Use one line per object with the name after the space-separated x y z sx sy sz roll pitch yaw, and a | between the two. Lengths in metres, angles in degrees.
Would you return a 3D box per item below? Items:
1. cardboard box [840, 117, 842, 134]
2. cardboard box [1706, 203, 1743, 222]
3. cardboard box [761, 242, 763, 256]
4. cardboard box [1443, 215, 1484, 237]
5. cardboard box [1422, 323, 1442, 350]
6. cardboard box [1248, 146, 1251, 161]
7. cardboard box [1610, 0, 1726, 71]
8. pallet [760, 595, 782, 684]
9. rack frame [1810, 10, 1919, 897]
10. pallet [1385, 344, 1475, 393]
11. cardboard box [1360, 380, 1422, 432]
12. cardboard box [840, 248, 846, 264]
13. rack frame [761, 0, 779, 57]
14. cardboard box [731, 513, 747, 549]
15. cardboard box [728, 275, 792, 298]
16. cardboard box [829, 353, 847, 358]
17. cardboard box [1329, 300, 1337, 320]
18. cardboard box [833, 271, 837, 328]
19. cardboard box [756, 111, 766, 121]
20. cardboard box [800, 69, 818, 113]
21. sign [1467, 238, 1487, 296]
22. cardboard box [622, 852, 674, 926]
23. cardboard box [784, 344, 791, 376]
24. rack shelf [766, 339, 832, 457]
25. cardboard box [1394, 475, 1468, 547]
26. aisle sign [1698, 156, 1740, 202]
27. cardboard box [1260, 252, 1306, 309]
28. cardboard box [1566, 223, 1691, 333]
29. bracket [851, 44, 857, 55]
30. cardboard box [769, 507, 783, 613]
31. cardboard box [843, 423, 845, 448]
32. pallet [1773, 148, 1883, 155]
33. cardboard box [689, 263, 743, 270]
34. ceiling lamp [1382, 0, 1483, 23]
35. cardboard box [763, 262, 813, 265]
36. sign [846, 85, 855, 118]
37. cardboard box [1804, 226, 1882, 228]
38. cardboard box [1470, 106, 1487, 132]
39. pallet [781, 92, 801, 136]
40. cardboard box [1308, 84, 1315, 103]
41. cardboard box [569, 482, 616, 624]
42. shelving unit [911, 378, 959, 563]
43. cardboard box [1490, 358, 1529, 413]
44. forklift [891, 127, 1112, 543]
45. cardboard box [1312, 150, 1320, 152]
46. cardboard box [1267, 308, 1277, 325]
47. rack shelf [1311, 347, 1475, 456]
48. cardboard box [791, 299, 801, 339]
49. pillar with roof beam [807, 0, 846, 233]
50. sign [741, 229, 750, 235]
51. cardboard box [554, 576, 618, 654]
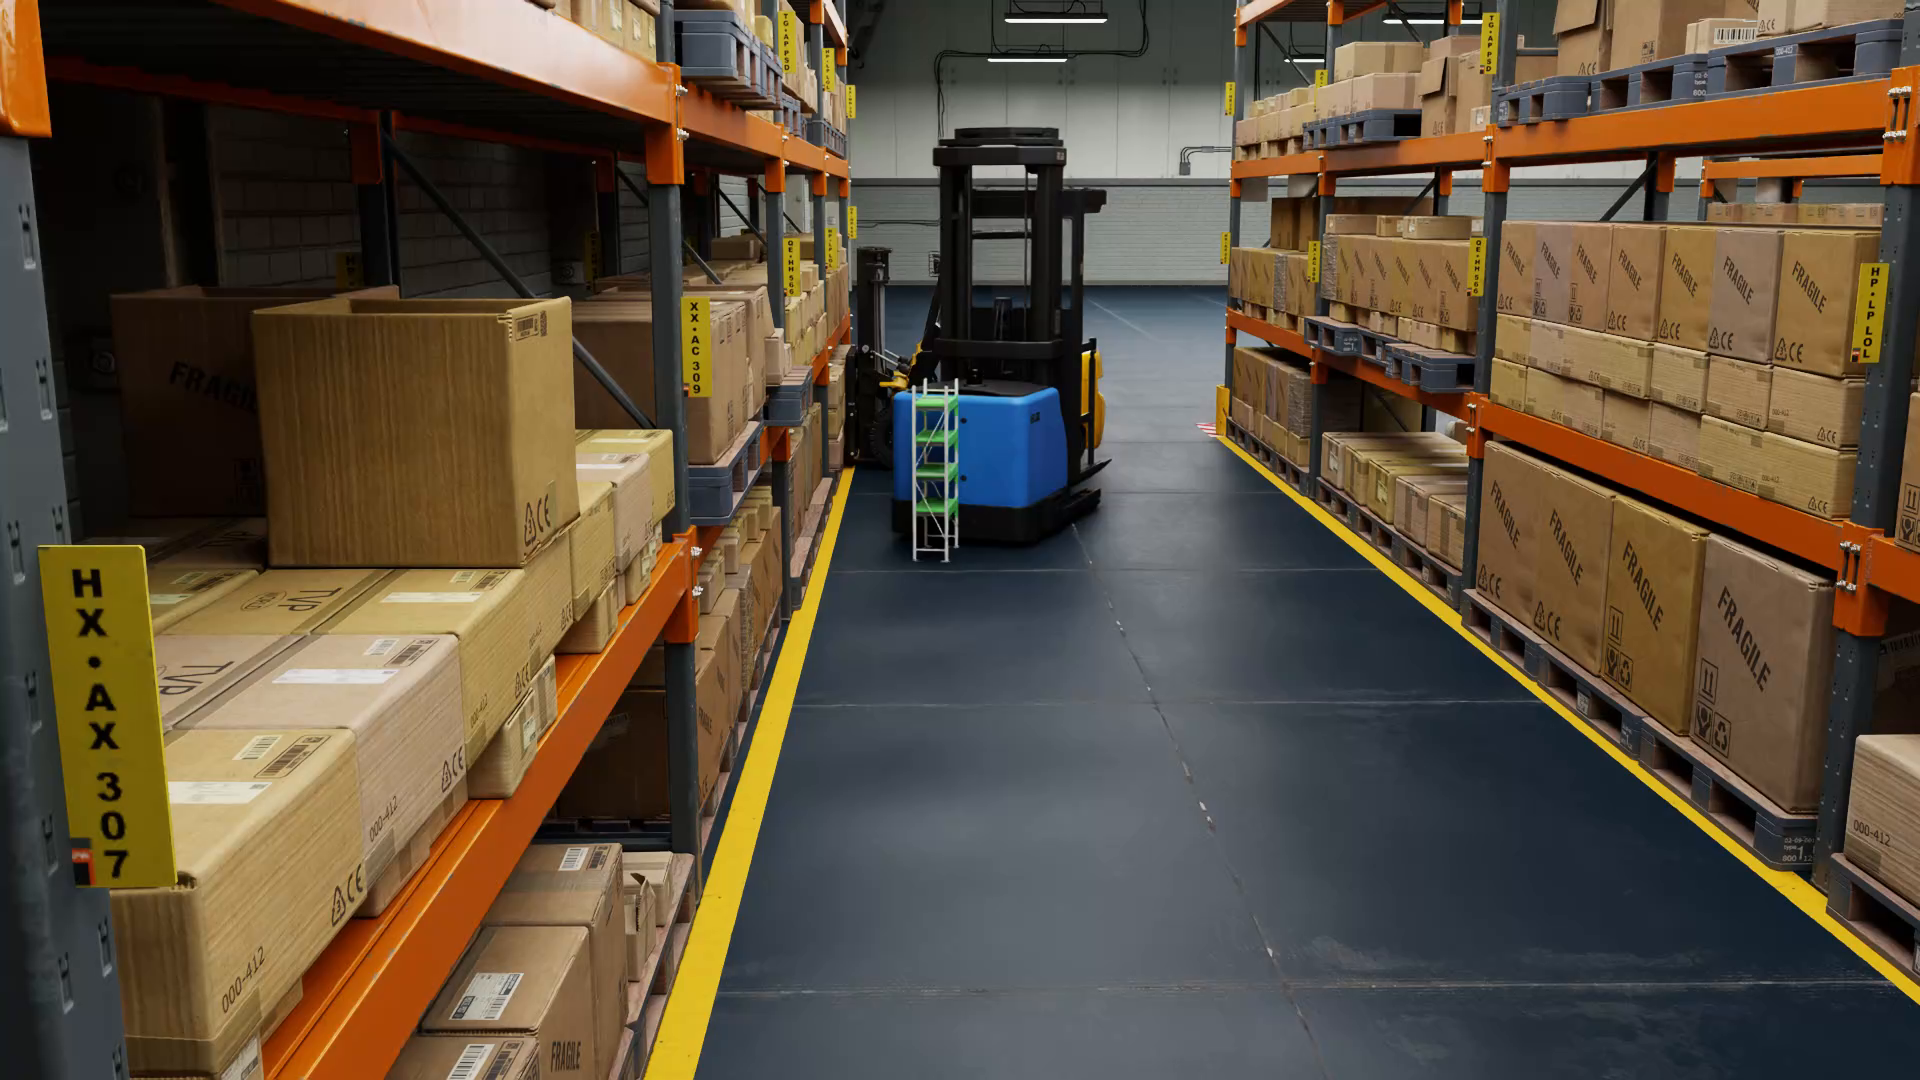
-1.336 -4.028 16.147 0.380 0.149 0.250 -1 11 -3 | cardboard box
8.221 -3.180 17.094 0.875 0.550 0.550 0 11 -1 | cardboard box
-1.866 -2.472 14.067 0.380 0.149 0.250 0 11 -2 | cardboard box
3.680 -2.252 11.926 0.380 0.149 0.250 -1 11 -4 | cardboard box
3.101 -1.270 10.350 0.380 0.149 0.250 0 11 -2 | cardboard box
3.083 -3.838 16.521 0.380 0.149 0.250 -1 11 -3 | cardboard box
3.681 -2.549 8.227 0.700 0.500 0.500 -1 11 -4 | cardboard box
-1.514 0.516 8.984 1.003 0.211 1.213 0 11 -1 | pallet
3.553 -0.225 5.624 1.000 3.000 0.127 0 11 -1 | rack frame
3.350 -1.067 10.258 1.213 0.211 1.003 0 11 -1 | pallet
3.646 -1.159 14.203 0.500 0.500 0.500 0 11 2 | cardboard box
-1.335 -2.838 16.619 0.380 0.149 0.250 0 11 0 | cardboard box
-1.492 -3.939 8.842 1.000 3.000 0.127 0 11 -1 | rack frame
-1.270 -0.041 8.317 0.380 0.149 0.250 0 11 1 | cardboard box
-1.260 -1.586 10.451 0.380 0.149 0.250 0 11 -1 | cardboard box
-1.299 -1.646 15.970 0.500 0.250 0.500 0 11 0 | cardboard box
3.084 -1.787 12.898 0.380 0.149 0.250 0 11 0 | cardboard box
-1.362 -2.136 14.794 0.500 0.500 0.500 0 11 -2 | cardboard box
-1.227 -2.195 8.165 0.500 0.250 0.500 0 11 -1 | cardboard box
-1.316 -3.332 12.313 0.500 0.311 0.500 -1 11 -3 | cardboard box
2.928 -1.545 9.415 0.100 0.325 0.005 0 11 -1 | sign
-1.104 1.097 5.221 0.380 0.149 0.250 -1 11 -3 | cardboard box
-1.095 -0.953 8.786 0.380 0.149 0.250 0 11 0 | cardboard box
-1.533 -1.044 11.470 1.077 0.370 4.000 0 11 -1 | rack shelf
3.446 -0.197 11.039 0.950 0.372 0.625 0 11 -2 | cardboard box
7.951 -3.938 17.386 0.394 0.787 0.004 0 11 -1 | aisle sign
3.082 -2.405 15.368 0.500 0.500 0.500 0 11 -2 | cardboard box
3.252 -1.259 7.952 0.500 0.500 0.500 0 11 0 | cardboard box
-2.747 -12.522 42.093 0.076 0.066 4.783 0 11 -1 | bracket
-1.268 0.103 9.236 0.500 0.500 0.500 0 11 0 | cardboard box
-1.306 -0.953 15.071 0.500 0.250 0.500 0 11 0 | cardboard box
8.306 -3.687 15.366 1.003 0.211 1.213 0 11 -1 | pallet
-1.824 -1.987 12.426 0.380 0.149 0.250 0 11 -1 | cardboard box
9.241 -11.682 32.328 2.000 3.185 0.800 0 11 -1 | ceiling lamp
-1.322 -2.043 12.701 0.380 0.149 0.250 0 11 -2 | cardboard box
-1.114 -4.454 16.896 0.100 0.325 0.005 0 11 -1 | sign
3.786 -1.053 6.941 0.500 0.500 0.500 -1 11 -3 | cardboard box
3.241 -2.478 9.818 0.380 0.149 0.250 0 11 -1 | cardboard box
-1.595 -2.511 9.822 1.213 0.211 1.003 0 11 1 | pallet
3.081 -3.666 13.669 0.380 0.149 0.250 -1 11 -3 | cardboard box
-1.132 0.023 4.031 0.500 0.250 0.500 0 11 -2 | cardboard box
-0.167 -0.487 11.442 0.258 1.200 0.503 2 12 8 | shelving unit
3.229 -0.848 9.073 0.500 0.250 0.500 0 11 -2 | cardboard box
0.484 -1.668 12.909 1.130 2.935 3.031 4 12 19 | forklift
3.076 -3.224 13.492 0.380 0.149 0.250 0 11 -1 | cardboard box
3.035 -2.059 15.294 0.380 0.149 0.250 0 11 -1 | cardboard box
3.429 -1.065 11.574 1.077 0.370 4.000 0 11 -1 | rack shelf
-1.266 -1.359 10.334 0.500 0.250 0.500 0 11 1 | cardboard box
1.388 -8.983 33.705 9.100 9.000 0.548 0 11 -1 | pillar with roof beam
-2.212 -3.051 17.178 0.100 0.325 0.005 0 11 -1 | sign
-1.082 0.188 4.221 0.380 0.149 0.250 0 11 -2 | cardboard box
